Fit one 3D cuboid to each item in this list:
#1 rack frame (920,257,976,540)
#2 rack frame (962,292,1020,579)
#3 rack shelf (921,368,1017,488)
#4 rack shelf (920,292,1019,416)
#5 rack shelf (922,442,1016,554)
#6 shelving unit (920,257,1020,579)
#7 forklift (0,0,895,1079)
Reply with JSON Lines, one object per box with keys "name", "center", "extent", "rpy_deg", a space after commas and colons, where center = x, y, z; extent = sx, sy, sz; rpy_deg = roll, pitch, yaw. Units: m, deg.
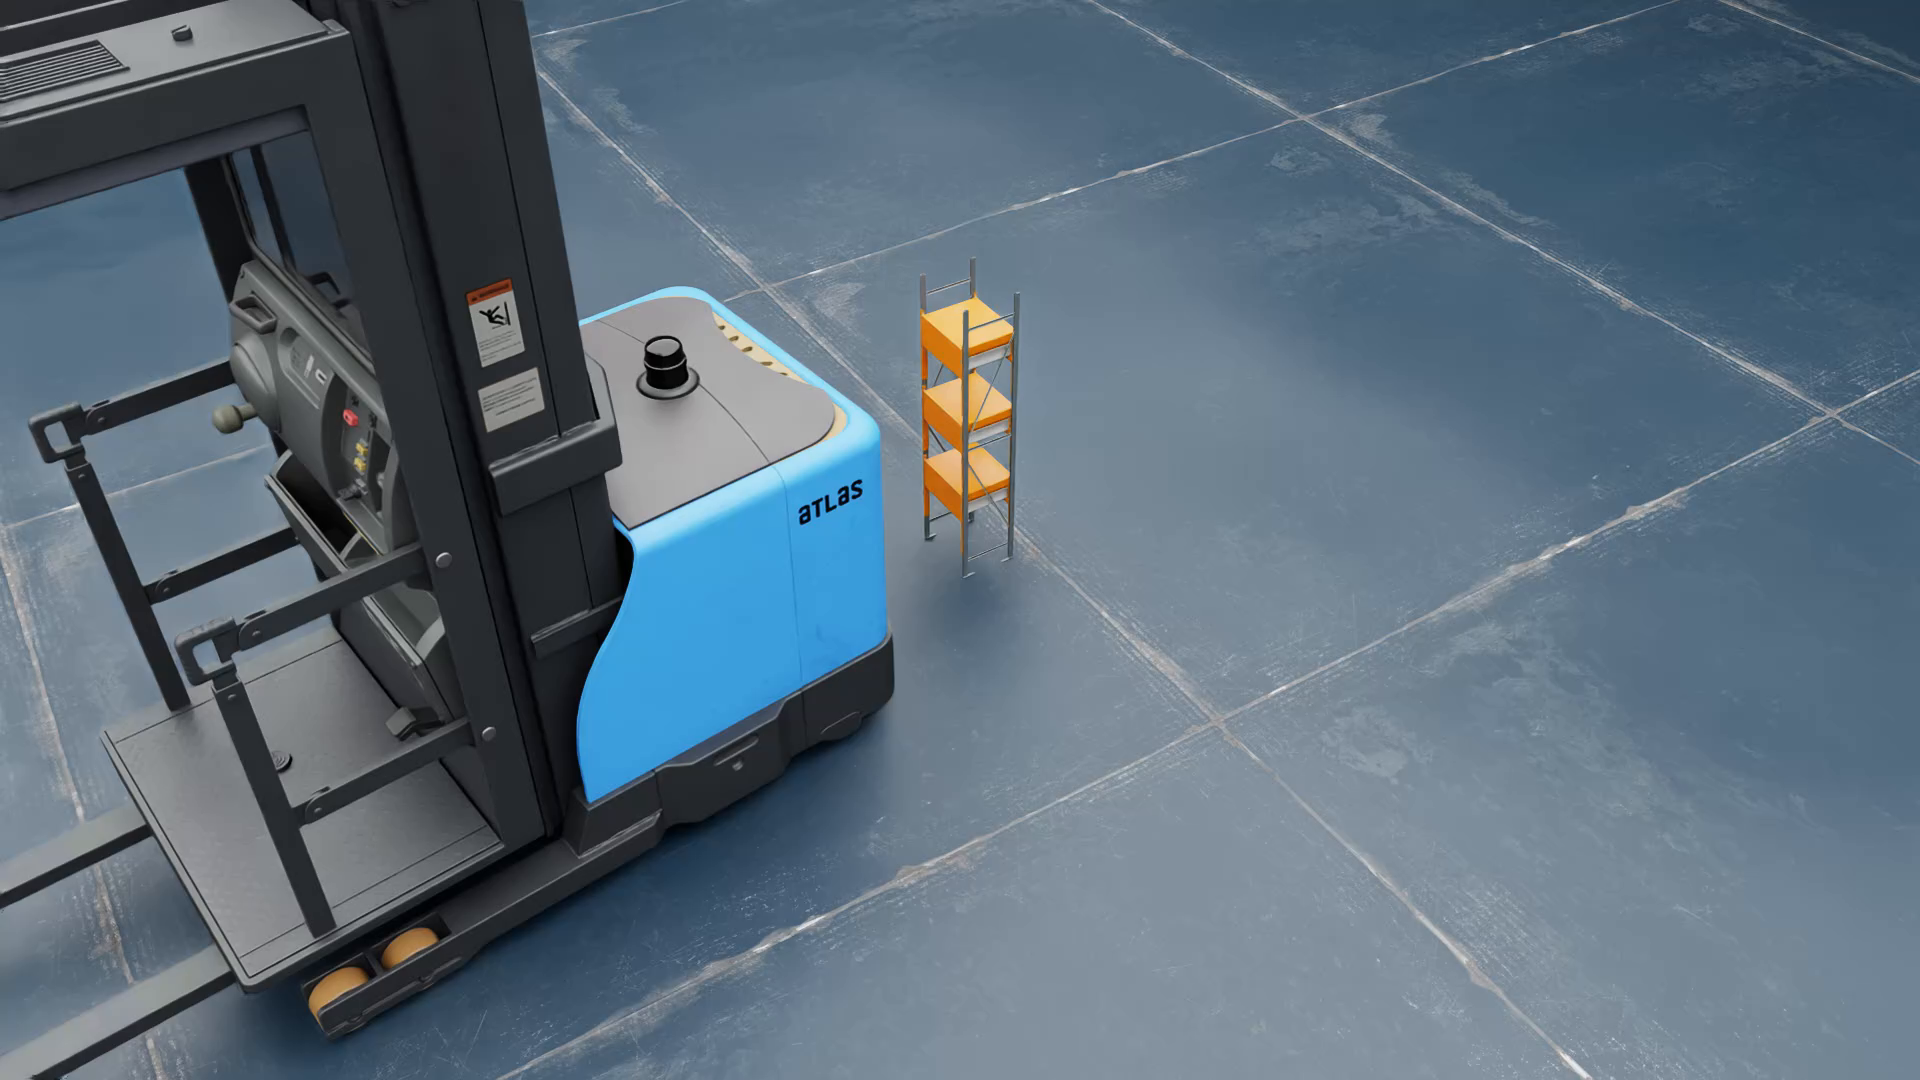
{"name": "rack frame", "center": [-0.037, -0.440, 5.458], "extent": [0.200, 1.050, 0.008], "rpy_deg": [-22, 45, -24]}
{"name": "rack frame", "center": [0.094, -0.309, 5.300], "extent": [0.200, 1.050, 0.008], "rpy_deg": [-22, 45, -24]}
{"name": "rack shelf", "center": [0.029, -0.366, 5.386], "extent": [0.215, 0.259, 0.240], "rpy_deg": [-22, 45, -24]}
{"name": "rack shelf", "center": [0.029, -0.584, 5.204], "extent": [0.215, 0.259, 0.240], "rpy_deg": [-22, 45, -24]}
{"name": "rack shelf", "center": [0.029, -0.153, 5.564], "extent": [0.215, 0.259, 0.240], "rpy_deg": [-22, 45, -24]}
{"name": "shelving unit", "center": [0.029, -0.374, 5.379], "extent": [0.215, 1.050, 0.252], "rpy_deg": [-22, 45, -24]}
{"name": "forklift", "center": [-1.660, -0.255, 3.766], "extent": [3.031, 2.935, 1.130], "rpy_deg": [-28, 47, -29]}
